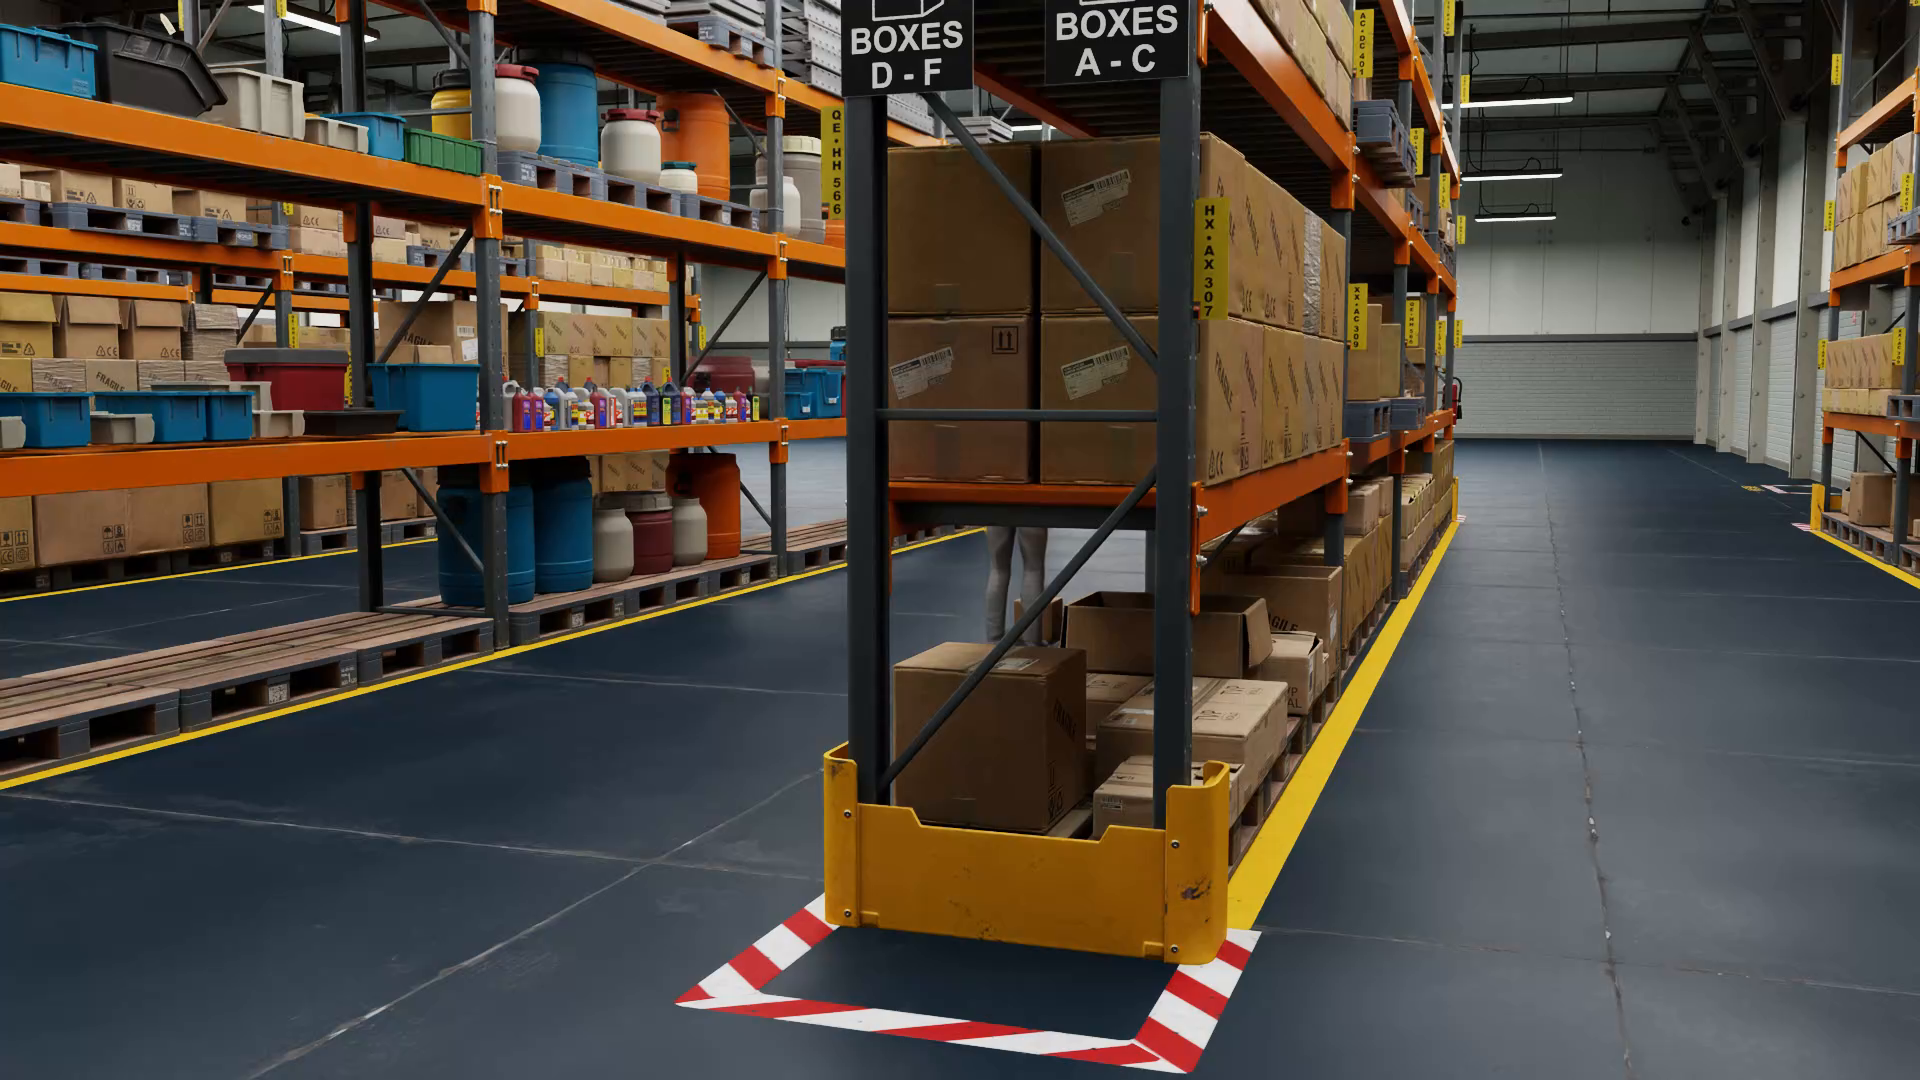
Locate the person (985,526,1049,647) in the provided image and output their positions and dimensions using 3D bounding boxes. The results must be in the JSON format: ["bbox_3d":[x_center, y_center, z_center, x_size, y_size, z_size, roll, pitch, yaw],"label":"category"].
[{"bbox_3d":[0.329,-0.171,9.988,0.435,1.686,0.340,2,6,20],"label":"person"}]
